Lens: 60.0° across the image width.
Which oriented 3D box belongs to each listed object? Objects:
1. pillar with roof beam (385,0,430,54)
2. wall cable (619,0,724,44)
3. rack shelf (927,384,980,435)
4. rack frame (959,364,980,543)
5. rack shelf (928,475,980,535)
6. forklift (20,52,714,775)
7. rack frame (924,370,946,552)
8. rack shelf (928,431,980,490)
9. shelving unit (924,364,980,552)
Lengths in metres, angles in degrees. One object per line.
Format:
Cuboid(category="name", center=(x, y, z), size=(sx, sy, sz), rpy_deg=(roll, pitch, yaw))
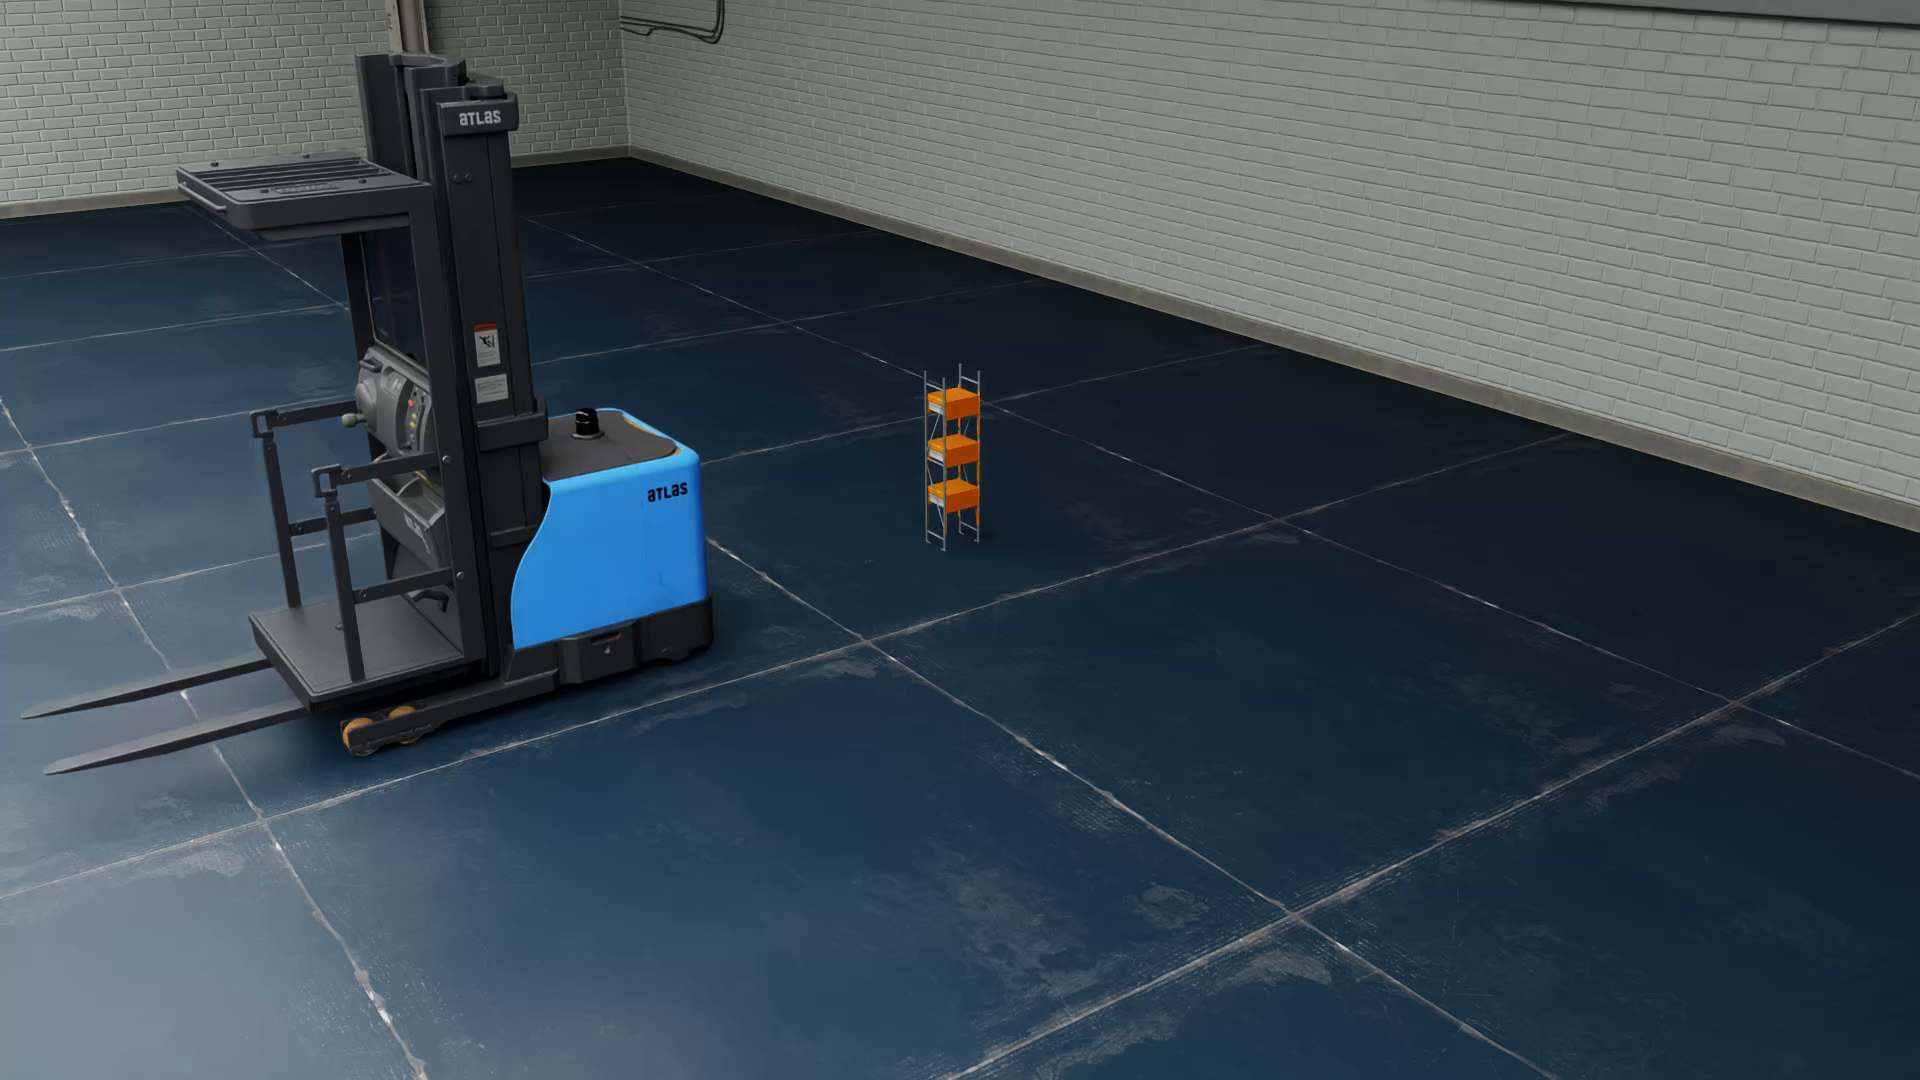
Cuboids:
Cuboid(category="pillar with roof beam", center=(-4.482, -7.618, 16.845), size=(0.400, 9.000, 9.100), rpy_deg=(-15, 26, -33))
Cuboid(category="wall cable", center=(-3.833, -7.711, 21.267), size=(0.112, 2.526, 3.097), rpy_deg=(-15, 26, -33))
Cuboid(category="rack shelf", center=(-0.043, -0.730, 9.572), size=(0.240, 0.259, 0.215), rpy_deg=(-15, 26, -33))
Cuboid(category="rack frame", center=(0.056, -0.502, 9.739), size=(0.008, 1.050, 0.200), rpy_deg=(-15, 26, -33))
Cuboid(category="rack shelf", center=(-0.043, -0.208, 9.780), size=(0.240, 0.259, 0.215), rpy_deg=(-15, 26, -33))
Cuboid(category="forklift", center=(-2.745, -0.614, 7.481), size=(3.031, 2.935, 1.130), rpy_deg=(-15, 26, -33))
Cuboid(category="rack frame", center=(-0.142, -0.450, 9.607), size=(0.008, 1.050, 0.200), rpy_deg=(-15, 26, -33))
Cuboid(category="rack shelf", center=(-0.043, -0.466, 9.677), size=(0.240, 0.259, 0.215), rpy_deg=(-15, 26, -33))
Cuboid(category="shelving unit", center=(-0.043, -0.476, 9.673), size=(0.252, 1.050, 0.215), rpy_deg=(-15, 26, -33))
